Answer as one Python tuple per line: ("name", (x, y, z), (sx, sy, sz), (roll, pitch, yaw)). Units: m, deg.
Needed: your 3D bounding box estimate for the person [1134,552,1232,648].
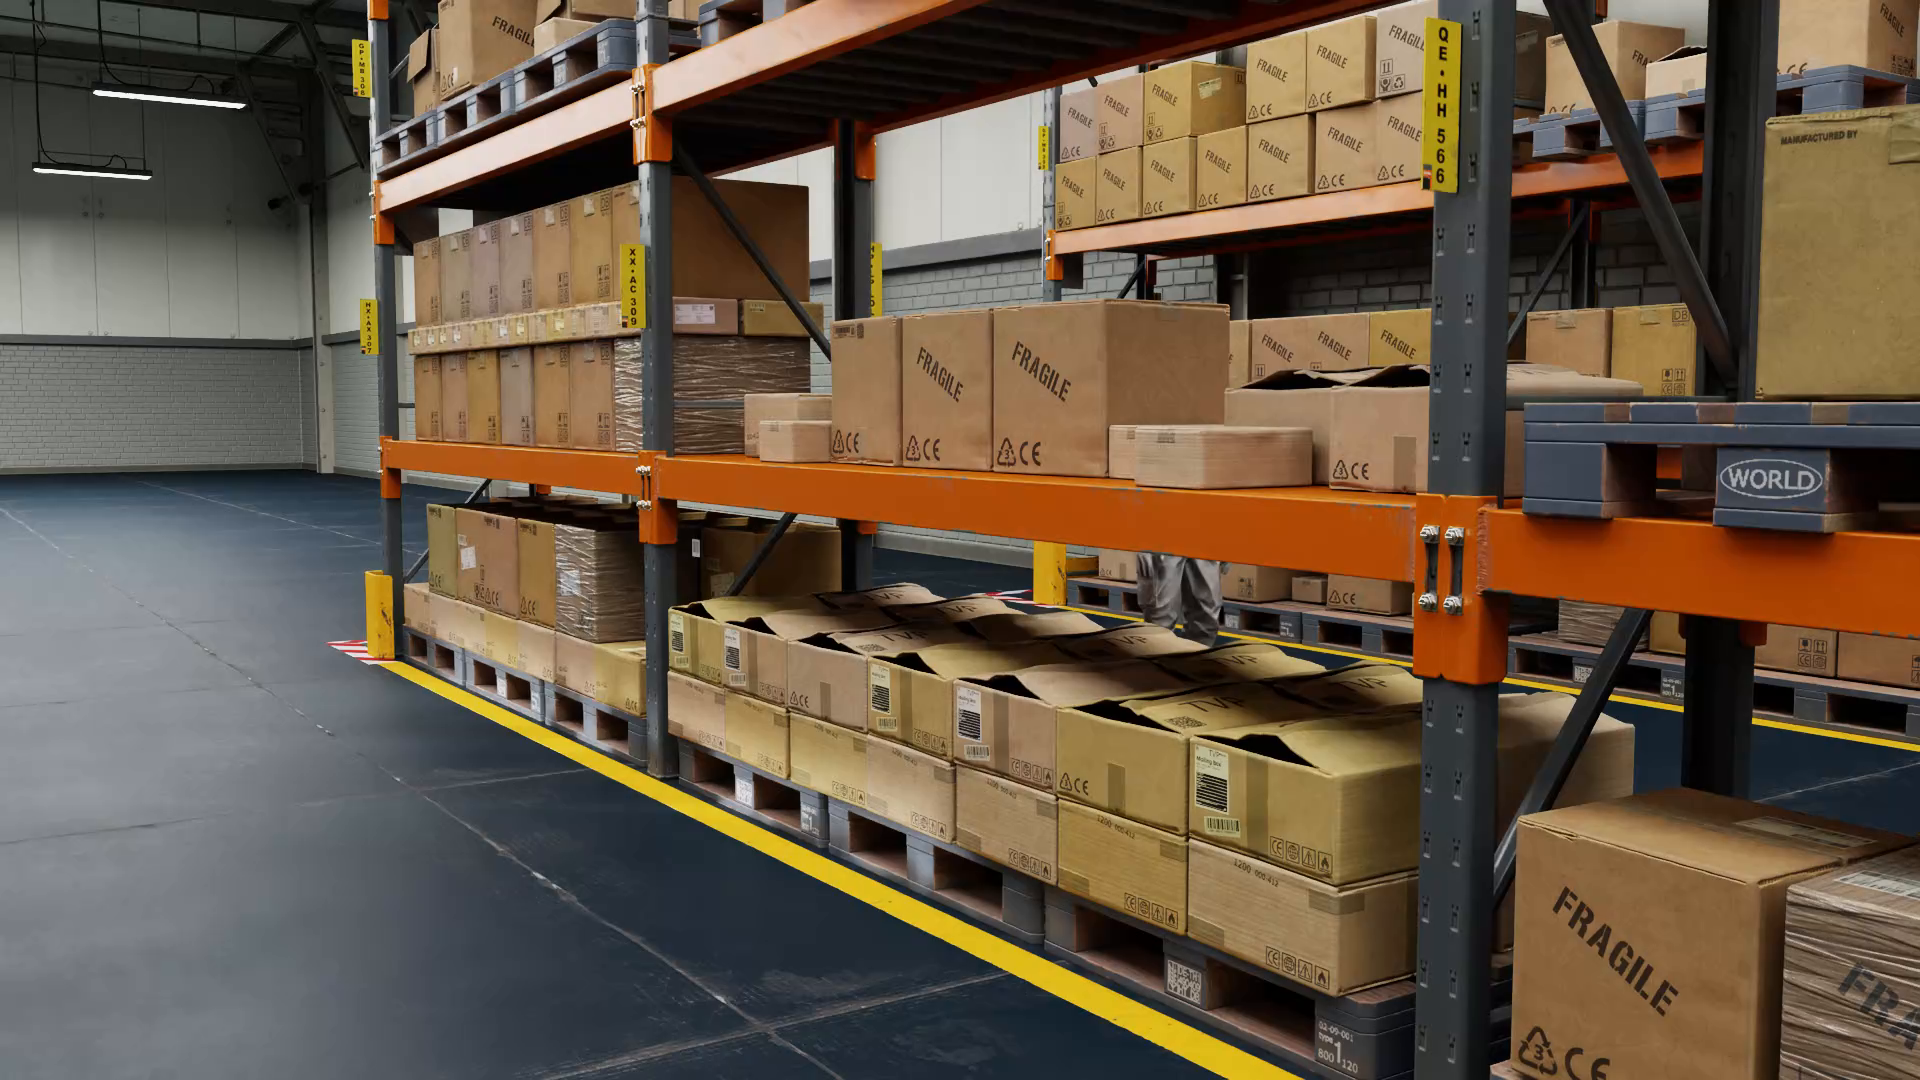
("person", (1.023, 0.003, 7.658), (0.608, 1.773, 0.449), (-3, 6, -36))
